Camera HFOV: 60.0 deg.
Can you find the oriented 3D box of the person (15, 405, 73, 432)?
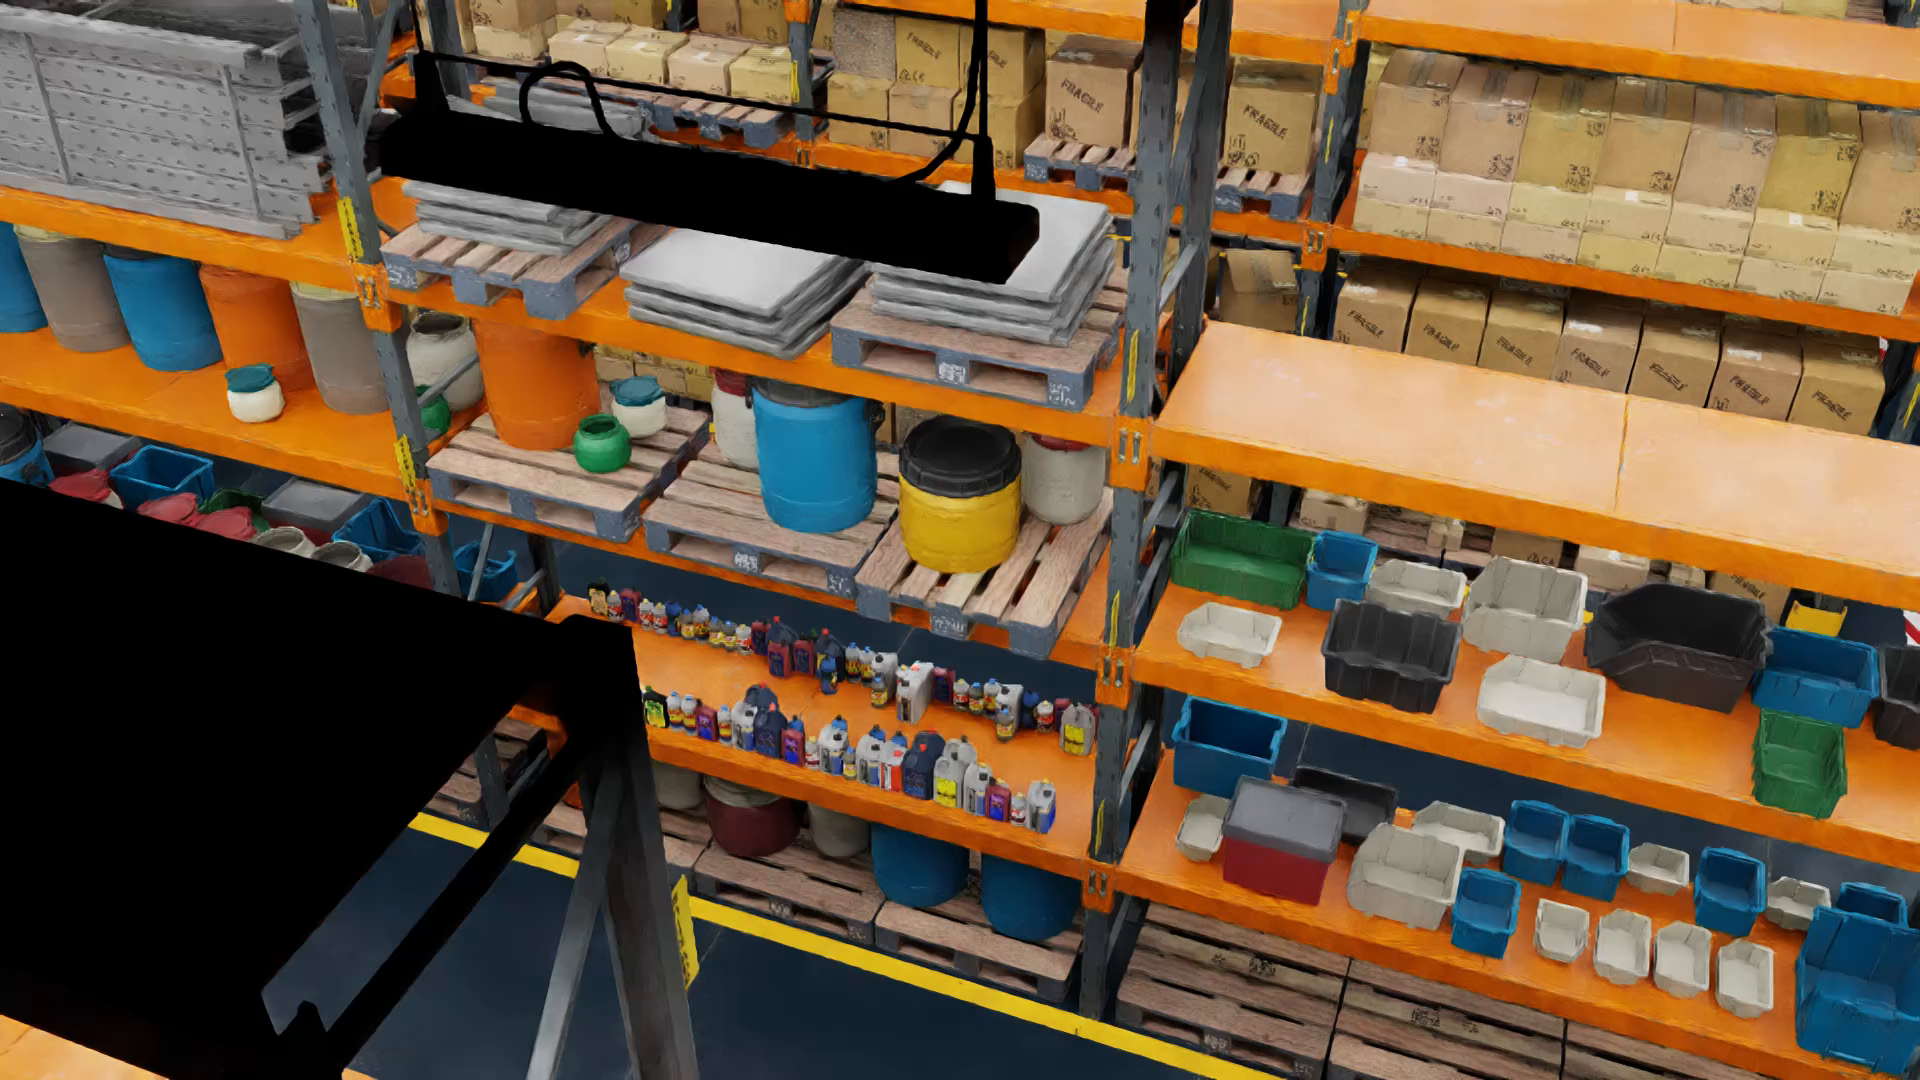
[{"bbox_3d":[-7.433,-1.076,13.509,1.083,1.567,0.478,11,38,15],"label":"person"}]
